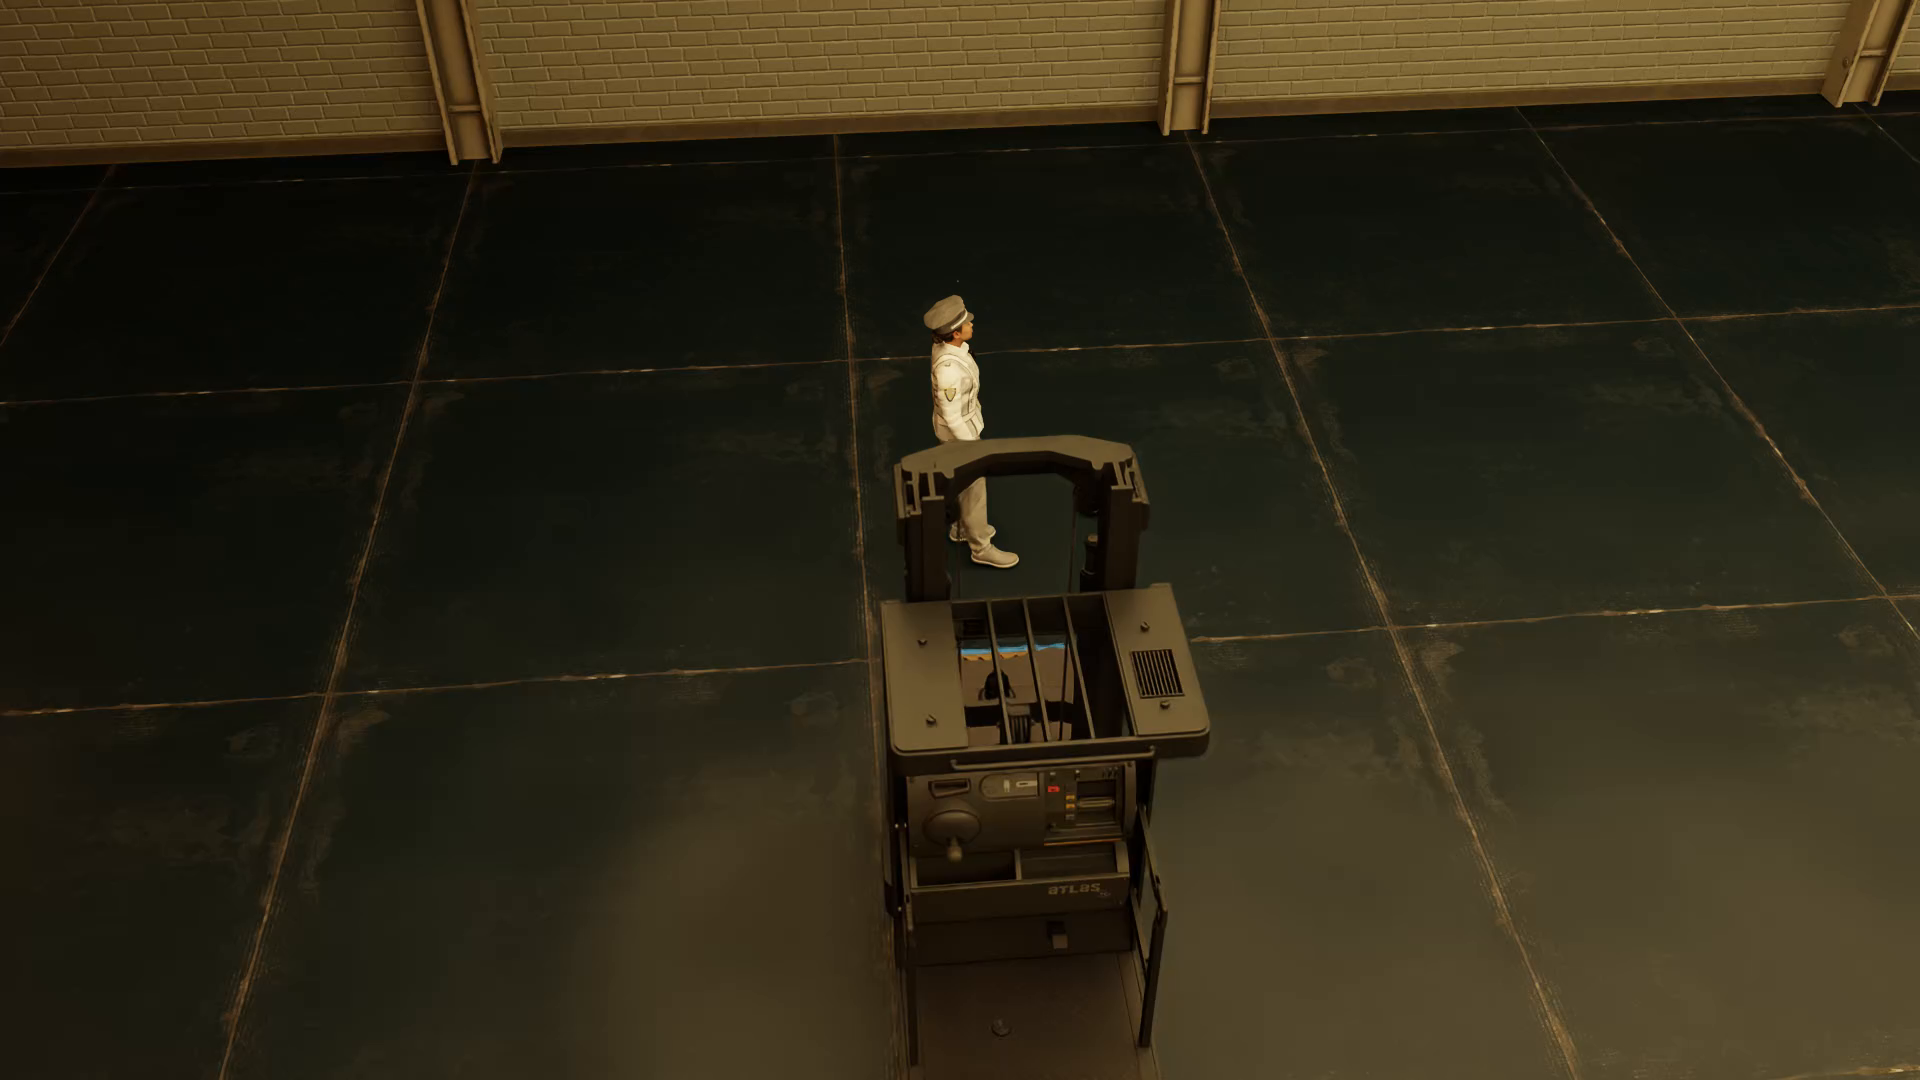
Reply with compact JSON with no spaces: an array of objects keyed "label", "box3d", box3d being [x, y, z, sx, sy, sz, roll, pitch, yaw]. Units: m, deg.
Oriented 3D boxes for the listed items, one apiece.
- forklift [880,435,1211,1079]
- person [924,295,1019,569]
[{"label":"forklift","box3d":[0.271,1.167,6.573,1.130,2.935,3.031,-3,41,-4]},{"label":"person","box3d":[0.069,-0.649,9.637,0.530,1.694,0.587,-3,41,-4]}]
